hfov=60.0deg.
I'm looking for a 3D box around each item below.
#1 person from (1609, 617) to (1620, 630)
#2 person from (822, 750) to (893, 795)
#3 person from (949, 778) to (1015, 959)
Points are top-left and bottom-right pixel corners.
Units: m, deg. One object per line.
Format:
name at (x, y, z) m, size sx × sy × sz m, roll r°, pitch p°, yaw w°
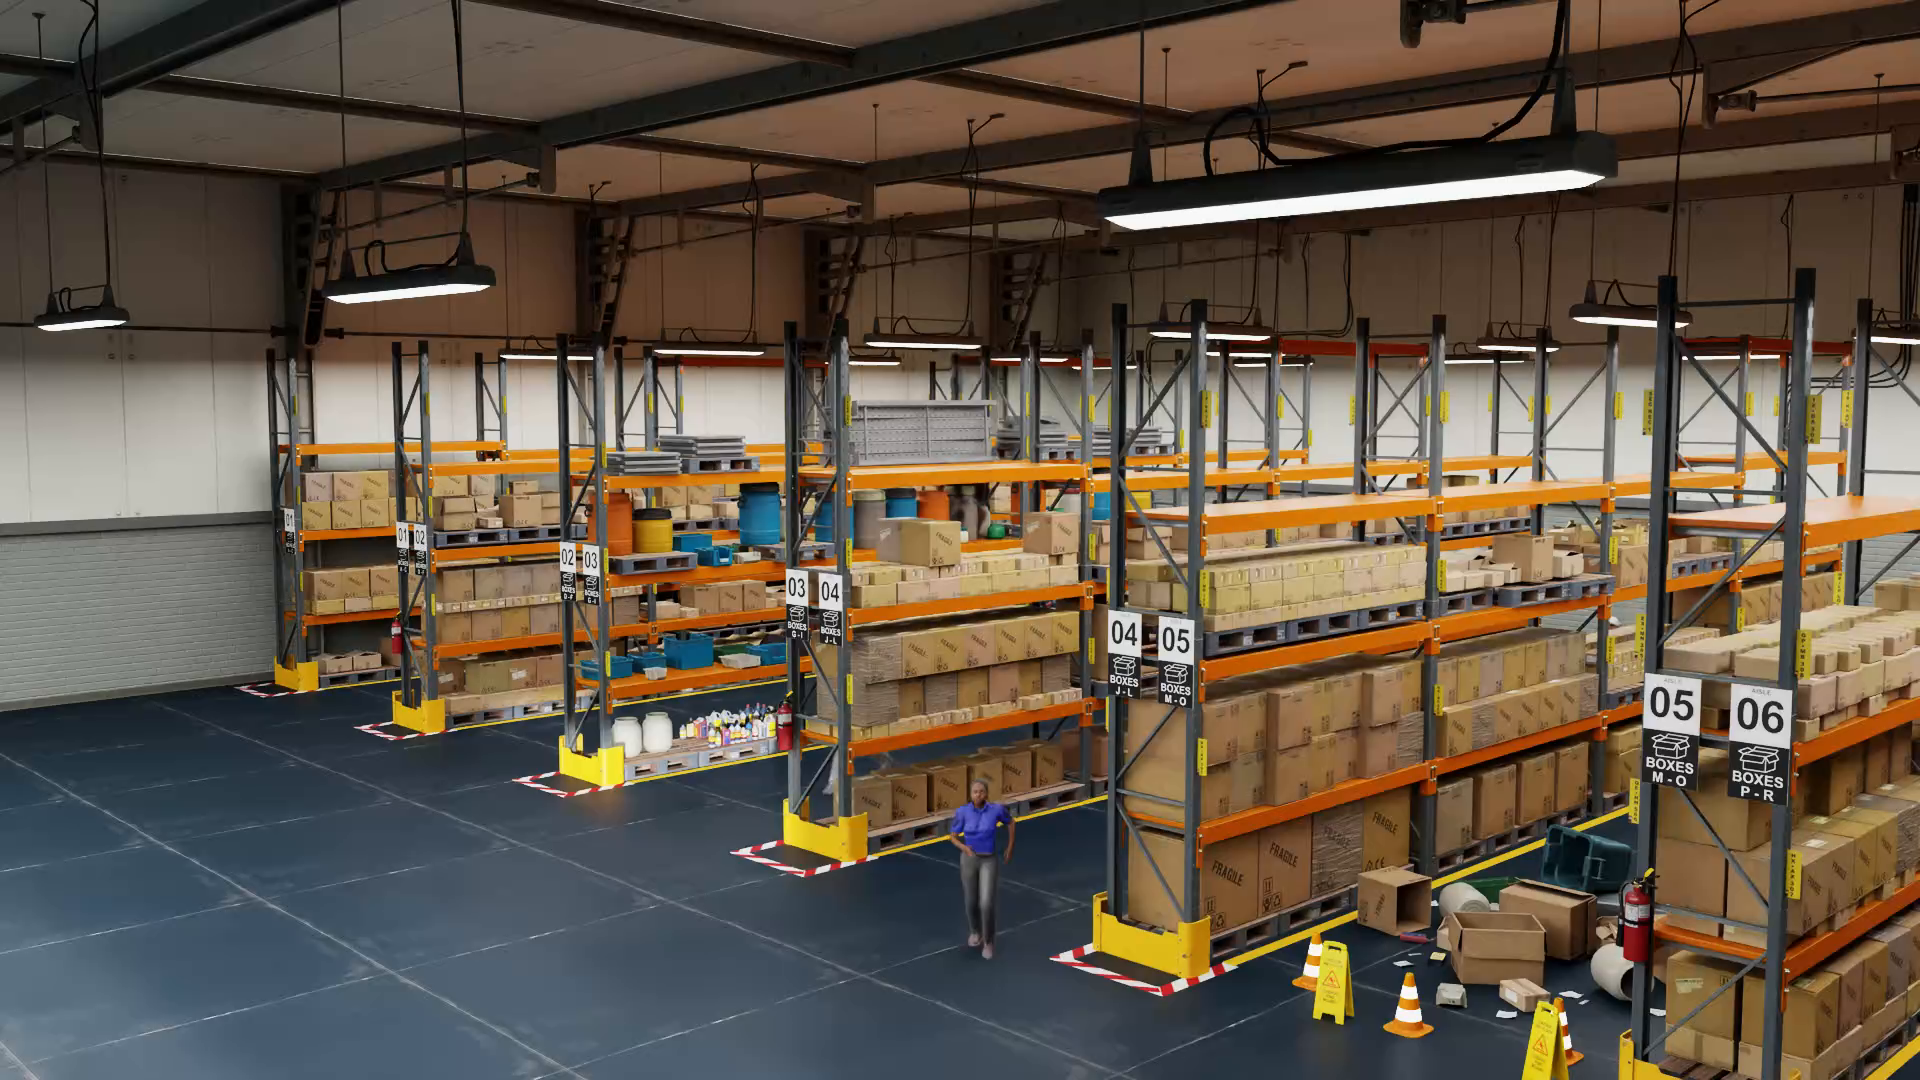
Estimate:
person at (10.071, 2.056, 25.720) m, size 0.787 × 1.759 × 0.708 m, roll -4°, pitch 7°, yaw -41°
person at (-1.315, 2.405, 21.853) m, size 0.626 × 1.812 × 1.120 m, roll 4°, pitch 6°, yaw 40°
person at (0.199, 3.039, 15.355) m, size 0.593 × 1.711 × 0.718 m, roll 0°, pitch 5°, yaw 6°
